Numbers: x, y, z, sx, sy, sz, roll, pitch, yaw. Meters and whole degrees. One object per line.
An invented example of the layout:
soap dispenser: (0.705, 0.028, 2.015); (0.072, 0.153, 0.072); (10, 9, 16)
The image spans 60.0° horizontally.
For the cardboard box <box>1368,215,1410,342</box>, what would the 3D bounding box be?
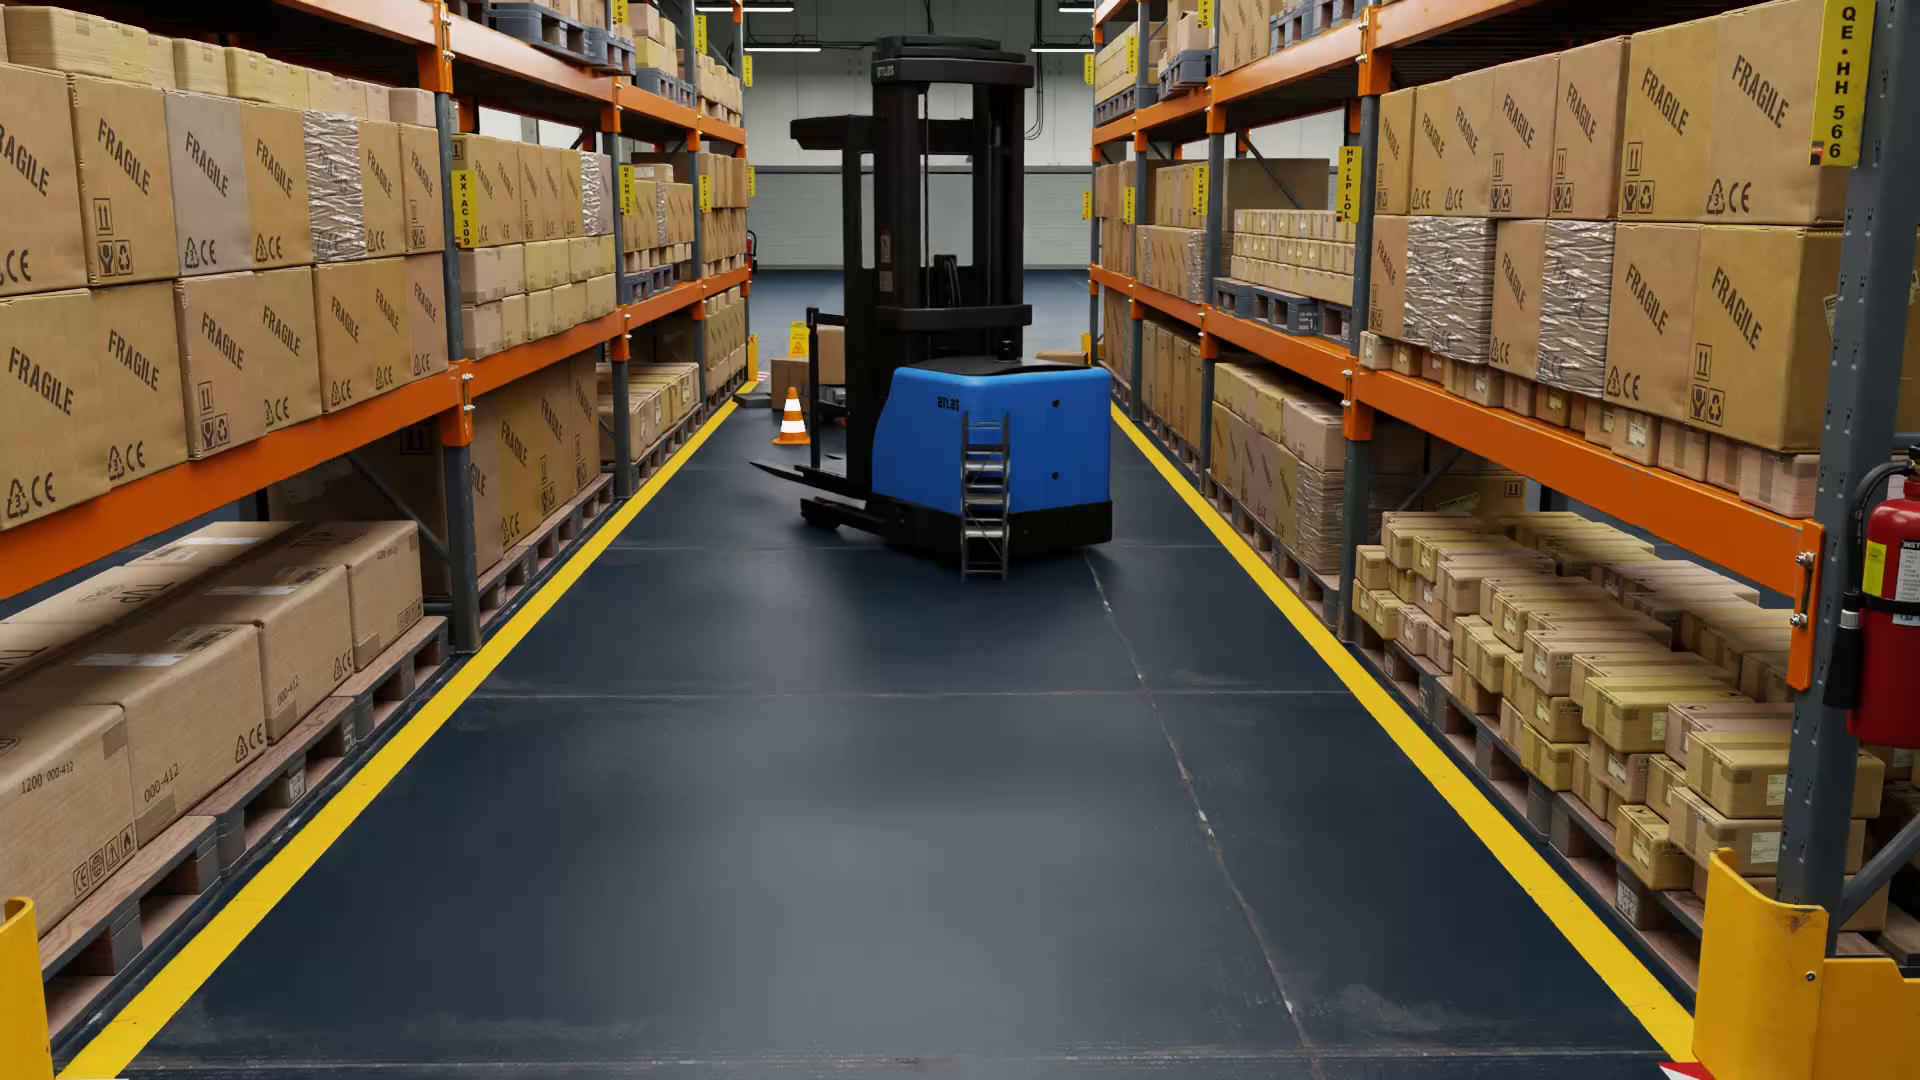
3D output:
cardboard box: (2.021, -1.093, 6.904); (0.500, 0.500, 0.500); (0, 11, -2)

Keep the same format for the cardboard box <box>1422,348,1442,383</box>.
cardboard box: (2.079, -0.713, 6.663); (0.380, 0.149, 0.250); (-1, 11, -4)

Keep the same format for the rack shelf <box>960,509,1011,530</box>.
rack shelf: (0.138, -0.113, 8.974); (0.258, 0.077, 0.200); (1, 12, 5)

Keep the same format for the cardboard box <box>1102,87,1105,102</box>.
cardboard box: (1.718, -4.765, 17.781); (0.380, 0.149, 0.250); (0, 11, -1)

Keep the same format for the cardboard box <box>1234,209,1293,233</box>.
cardboard box: (1.996, -2.074, 10.816); (0.380, 0.149, 0.250); (0, 11, -1)

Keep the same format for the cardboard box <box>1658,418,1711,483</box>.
cardboard box: (2.068, -0.243, 4.343); (0.380, 0.149, 0.250); (0, 11, -2)

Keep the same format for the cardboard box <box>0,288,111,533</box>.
cardboard box: (-2.324, -0.308, 3.782); (0.500, 0.500, 0.500); (0, 11, -2)

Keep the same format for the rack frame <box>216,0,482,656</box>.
rack frame: (-2.684, -0.958, 7.235); (1.000, 3.000, 0.127); (0, 11, -1)

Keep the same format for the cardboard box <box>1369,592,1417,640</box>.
cardboard box: (1.955, 0.320, 7.052); (0.380, 0.149, 0.250); (0, 11, 1)

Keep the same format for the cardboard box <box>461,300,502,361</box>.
cardboard box: (-2.429, -0.973, 7.686); (0.500, 0.250, 0.500); (-1, 11, -2)

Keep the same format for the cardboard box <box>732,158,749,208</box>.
cardboard box: (-2.587, -3.726, 17.364); (0.700, 0.500, 0.500); (0, 11, -2)

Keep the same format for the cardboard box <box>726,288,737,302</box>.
cardboard box: (-2.578, -2.606, 17.701); (0.380, 0.149, 0.250); (0, 11, 0)

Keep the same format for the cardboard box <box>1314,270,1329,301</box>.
cardboard box: (2.043, -1.310, 8.547); (0.380, 0.149, 0.250); (-1, 11, -4)

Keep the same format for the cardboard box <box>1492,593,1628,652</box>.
cardboard box: (2.070, 0.282, 5.743); (0.380, 0.149, 0.250); (0, 11, -1)

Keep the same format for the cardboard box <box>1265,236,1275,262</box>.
cardboard box: (2.016, -1.718, 9.811); (0.380, 0.149, 0.250); (0, 11, -1)

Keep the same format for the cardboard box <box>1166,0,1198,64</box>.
cardboard box: (1.864, -3.911, 12.691); (0.500, 0.500, 0.500); (0, 11, -1)

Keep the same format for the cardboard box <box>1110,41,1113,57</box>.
cardboard box: (1.734, -5.005, 16.958); (0.380, 0.149, 0.250); (0, 11, 0)

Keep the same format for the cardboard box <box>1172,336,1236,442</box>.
cardboard box: (2.236, -1.192, 12.990); (1.050, 0.750, 0.750); (0, 11, 0)

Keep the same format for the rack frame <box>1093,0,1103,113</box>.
rack frame: (2.015, -6.323, 18.595); (1.000, 3.000, 0.127); (0, 11, -1)

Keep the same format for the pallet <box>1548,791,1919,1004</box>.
pallet: (2.363, 0.987, 4.663); (1.003, 0.211, 1.213); (0, 11, -1)

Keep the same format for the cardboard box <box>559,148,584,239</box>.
cardboard box: (-2.472, -1.989, 9.554); (0.500, 0.500, 0.500); (0, 11, -1)

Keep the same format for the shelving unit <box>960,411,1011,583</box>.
shelving unit: (0.138, -0.234, 8.949); (0.258, 0.900, 0.210); (1, 12, 5)

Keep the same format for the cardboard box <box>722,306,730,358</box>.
cardboard box: (-2.623, -2.101, 16.846); (0.500, 0.500, 0.500); (0, 11, 2)

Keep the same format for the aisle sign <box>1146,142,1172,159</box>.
aisle sign: (2.313, -4.673, 19.009); (0.394, 0.787, 0.004); (0, 11, -1)

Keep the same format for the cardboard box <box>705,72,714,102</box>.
cardboard box: (-2.605, -4.281, 15.702); (0.500, 0.250, 0.500); (0, 11, -2)

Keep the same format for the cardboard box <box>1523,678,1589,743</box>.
cardboard box: (2.013, 0.533, 5.254); (0.380, 0.149, 0.250); (0, 11, 0)

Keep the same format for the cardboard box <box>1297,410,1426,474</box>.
cardboard box: (1.995, -0.493, 8.291); (0.500, 0.250, 0.500); (-1, 11, -3)

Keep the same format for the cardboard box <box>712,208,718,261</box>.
cardboard box: (-2.613, -2.931, 15.962); (0.500, 0.500, 0.500); (0, 11, -1)

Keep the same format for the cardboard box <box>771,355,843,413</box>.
cardboard box: (-1.511, -1.543, 16.399); (0.500, 0.500, 0.500); (9, 15, 38)

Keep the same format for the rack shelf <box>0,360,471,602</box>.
rack shelf: (-2.643, -0.207, 5.347); (1.077, 0.370, 4.000); (0, 11, -1)

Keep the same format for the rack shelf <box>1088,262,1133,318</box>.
rack shelf: (2.056, -2.633, 17.304); (1.077, 0.370, 4.000); (0, 11, -1)

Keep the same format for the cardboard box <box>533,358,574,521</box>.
cardboard box: (-2.821, -0.602, 9.771); (0.875, 0.875, 0.875); (0, 11, 0)

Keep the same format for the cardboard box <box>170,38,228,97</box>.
cardboard box: (-2.344, -1.349, 4.766); (0.380, 0.149, 0.250); (0, 11, -1)

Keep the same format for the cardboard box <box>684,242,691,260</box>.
cardboard box: (-2.563, -2.529, 14.558); (0.380, 0.149, 0.250); (0, 11, 0)

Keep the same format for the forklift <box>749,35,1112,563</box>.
forklift: (-0.354, -1.553, 10.342); (1.130, 2.935, 3.031); (-8, 14, -33)

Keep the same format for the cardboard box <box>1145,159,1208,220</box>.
cardboard box: (2.124, -3.264, 15.512); (0.875, 0.550, 0.550); (0, 11, -1)

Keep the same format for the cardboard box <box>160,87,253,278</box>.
cardboard box: (-2.363, -1.003, 4.692); (0.500, 0.500, 0.500); (0, 11, -2)

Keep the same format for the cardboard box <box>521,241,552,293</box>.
cardboard box: (-2.434, -1.422, 8.642); (0.500, 0.250, 0.500); (0, 11, 0)

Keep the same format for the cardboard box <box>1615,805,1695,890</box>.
cardboard box: (2.020, 0.834, 4.518); (0.380, 0.149, 0.250); (0, 11, 1)

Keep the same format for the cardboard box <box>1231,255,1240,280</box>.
cardboard box: (1.988, -1.786, 10.894); (0.380, 0.149, 0.250); (0, 11, -2)

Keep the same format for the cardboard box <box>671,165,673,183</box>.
cardboard box: (-2.587, -3.039, 13.805); (0.380, 0.149, 0.250); (-1, 11, -3)

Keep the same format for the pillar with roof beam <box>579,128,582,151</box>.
pillar with roof beam: (-4.973, -10.908, 41.194); (9.100, 9.000, 0.548); (0, 11, -1)

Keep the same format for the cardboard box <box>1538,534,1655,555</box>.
cardboard box: (2.588, 0.072, 6.780); (0.380, 0.149, 0.250); (0, 11, -2)

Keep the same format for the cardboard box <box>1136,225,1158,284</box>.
cardboard box: (1.839, -2.532, 14.742); (0.500, 0.500, 0.500); (0, 11, -1)

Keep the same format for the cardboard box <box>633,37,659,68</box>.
cardboard box: (-2.678, -3.833, 13.183); (0.500, 0.250, 0.500); (0, 11, 0)

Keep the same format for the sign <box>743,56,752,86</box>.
sign: (-2.377, -5.245, 18.598); (0.100, 0.325, 0.005); (0, 11, -1)

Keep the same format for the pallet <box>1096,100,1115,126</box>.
pallet: (2.041, -4.663, 18.176); (1.003, 0.211, 1.213); (0, 11, -1)

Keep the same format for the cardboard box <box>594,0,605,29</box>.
cardboard box: (-2.608, -3.405, 10.437); (0.797, 0.503, 0.637); (-1, 12, -5)

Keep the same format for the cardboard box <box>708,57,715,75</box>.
cardboard box: (-2.539, -4.506, 15.807); (0.380, 0.149, 0.250); (0, 11, -2)

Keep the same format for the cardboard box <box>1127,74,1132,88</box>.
cardboard box: (1.765, -4.311, 15.545); (0.380, 0.149, 0.250); (0, 11, 0)

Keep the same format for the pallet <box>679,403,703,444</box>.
pallet: (-2.832, -1.026, 14.588); (1.003, 0.211, 1.213); (0, 11, -1)

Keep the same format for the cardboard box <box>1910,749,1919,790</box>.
cardboard box: (2.674, 0.591, 4.217); (0.380, 0.149, 0.250); (-1, 11, -4)

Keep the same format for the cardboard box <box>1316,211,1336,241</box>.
cardboard box: (2.044, -1.608, 8.521); (0.380, 0.149, 0.250); (0, 11, -1)

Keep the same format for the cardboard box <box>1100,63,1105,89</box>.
cardboard box: (1.780, -4.983, 17.852); (0.500, 0.250, 0.500); (0, 11, -2)

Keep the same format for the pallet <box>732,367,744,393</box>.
pallet: (-2.949, -1.800, 18.399); (1.003, 0.211, 1.213); (0, 11, -1)

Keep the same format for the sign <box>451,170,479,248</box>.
sign: (-2.129, -1.423, 7.153); (0.100, 0.325, 0.005); (0, 11, -1)

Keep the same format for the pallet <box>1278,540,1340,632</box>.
pallet: (2.245, 0.214, 8.474); (1.003, 0.211, 1.213); (0, 11, -1)
